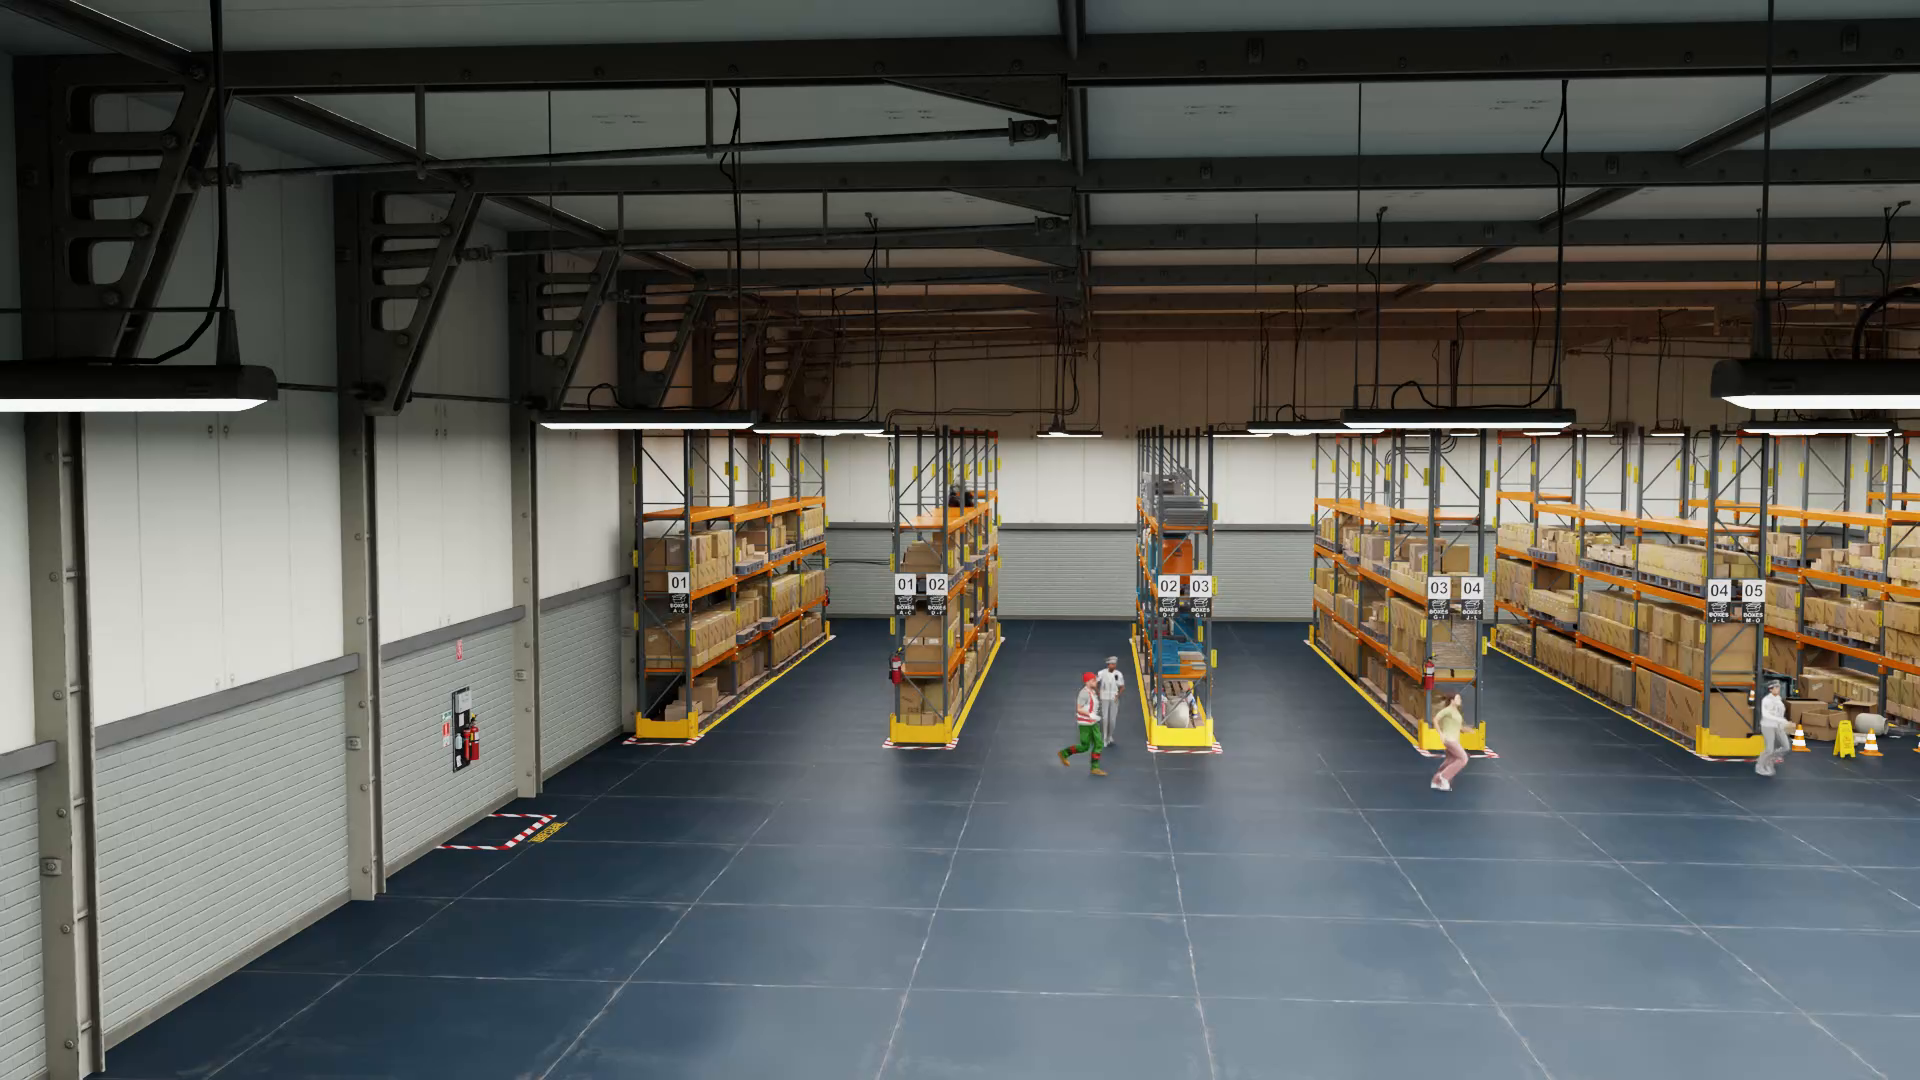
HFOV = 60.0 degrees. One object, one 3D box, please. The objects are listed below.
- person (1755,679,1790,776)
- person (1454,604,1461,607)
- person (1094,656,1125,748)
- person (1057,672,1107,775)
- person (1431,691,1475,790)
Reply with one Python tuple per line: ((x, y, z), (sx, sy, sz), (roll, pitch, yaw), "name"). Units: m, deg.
((13.835, 3.191, 28.215), (0.649, 1.673, 0.624), (-2, 4, -31), "person")
((13.410, 2.207, 44.036), (0.670, 1.757, 0.669), (1, 3, 11), "person")
((2.800, 3.010, 31.159), (0.585, 1.688, 0.662), (0, 3, -2), "person")
((2.115, 3.130, 28.471), (0.873, 1.758, 0.643), (2, 4, 26), "person")
((8.003, 3.266, 27.018), (0.688, 1.626, 0.553), (2, 4, 32), "person")
